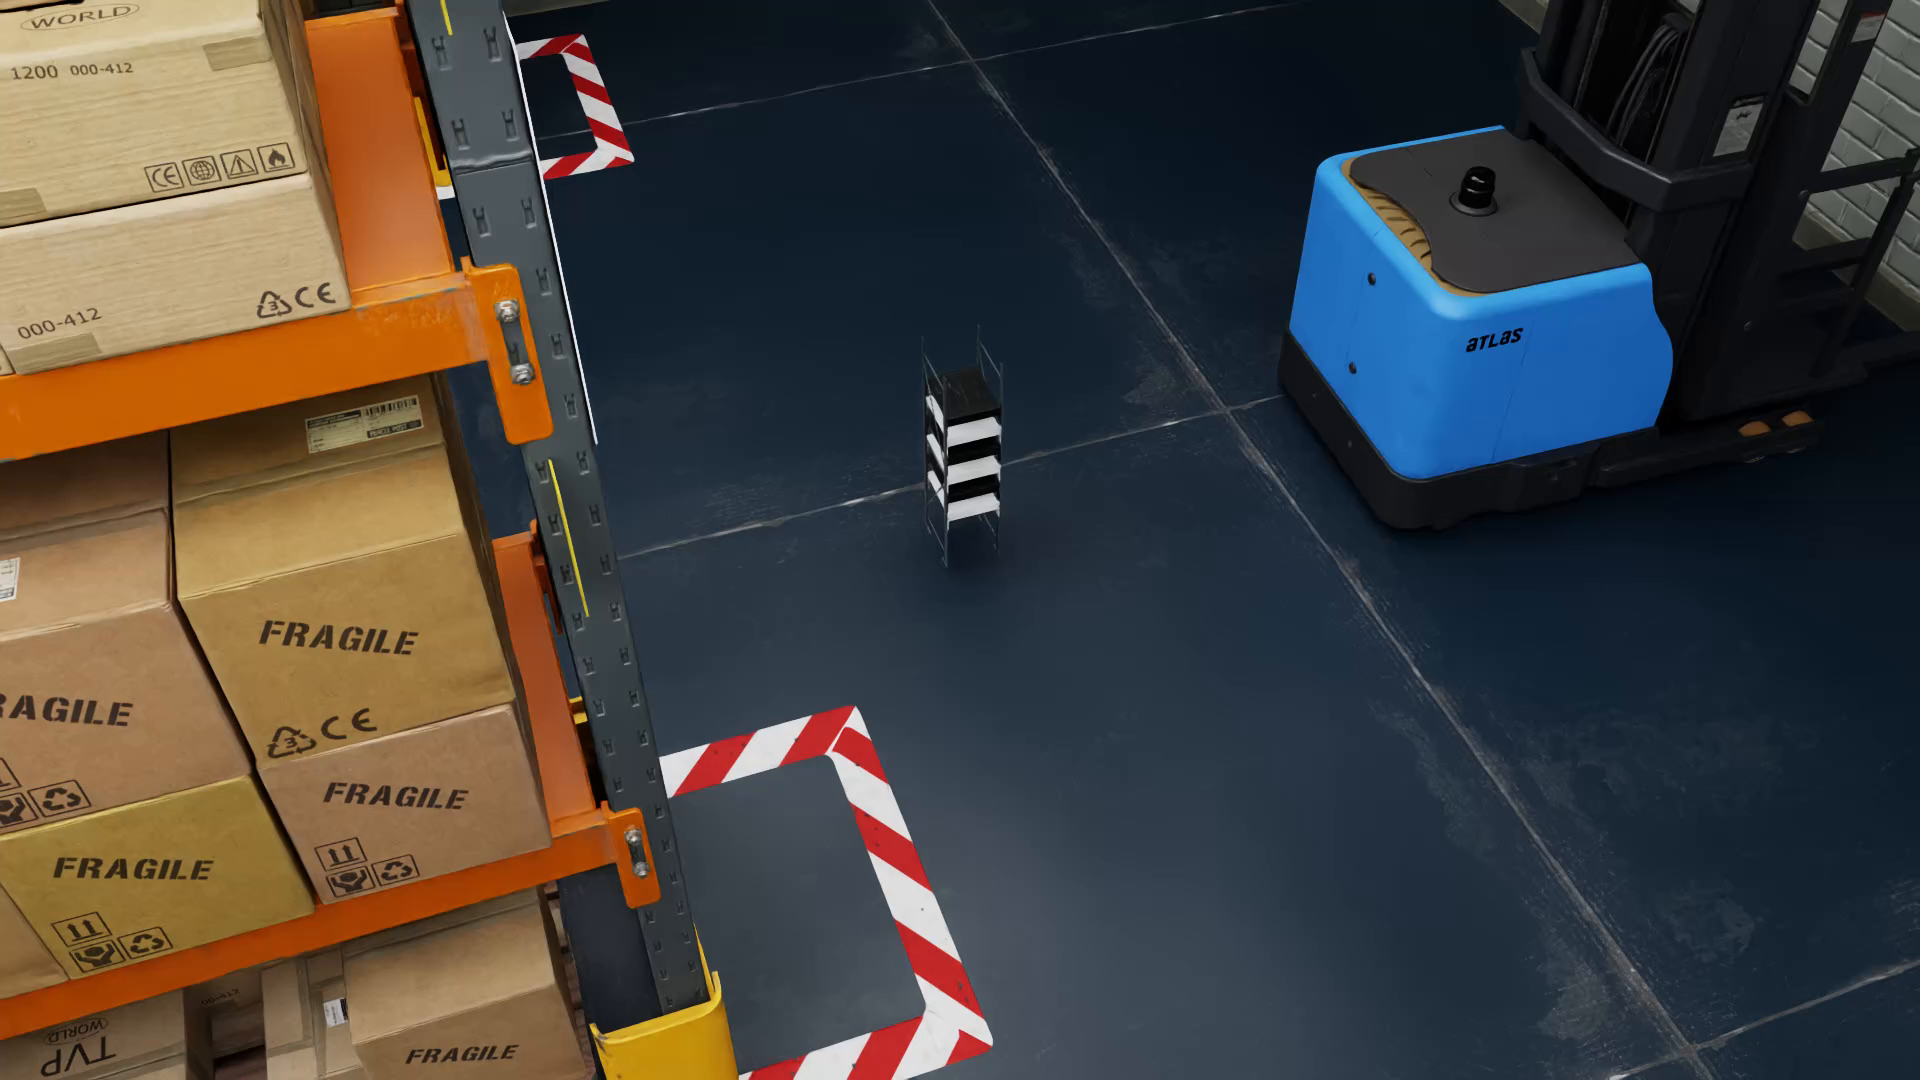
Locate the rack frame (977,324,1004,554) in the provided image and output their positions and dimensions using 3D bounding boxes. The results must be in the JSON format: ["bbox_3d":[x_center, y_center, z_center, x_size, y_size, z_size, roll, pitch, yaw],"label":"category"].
[{"bbox_3d":[0.103,-0.344,5.958,0.006,0.900,0.240,-14,47,-14],"label":"rack frame"}]

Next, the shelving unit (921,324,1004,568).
[{"bbox_3d":[0.008,-0.320,5.933,0.210,0.900,0.258,-14,47,-14],"label":"shelving unit"}]

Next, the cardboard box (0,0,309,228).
[{"bbox_3d":[-1.293,-0.742,2.507,0.500,0.250,0.500,-14,47,-14],"label":"cardboard box"}]

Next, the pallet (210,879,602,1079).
[{"bbox_3d":[-1.717,1.342,4.764,1.213,0.211,1.003,-14,47,-14],"label":"pallet"}]

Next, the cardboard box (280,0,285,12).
[{"bbox_3d":[-1.468,-1.086,2.849,0.500,0.250,0.500,-14,47,-14],"label":"cardboard box"}]

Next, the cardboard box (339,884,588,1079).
[{"bbox_3d":[-1.324,1.169,4.422,0.500,0.500,0.500,-14,47,-14],"label":"cardboard box"}]

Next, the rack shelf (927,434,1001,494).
[{"bbox_3d":[0.008,-0.296,5.957,0.200,0.077,0.258,-14,47,-14],"label":"rack shelf"}]

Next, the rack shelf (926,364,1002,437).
[{"bbox_3d":[0.008,-0.487,5.766,0.200,0.077,0.258,-14,47,-14],"label":"rack shelf"}]

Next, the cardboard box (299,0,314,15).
[{"bbox_3d":[-3.156,-2.576,7.710,0.250,0.149,0.380,-14,47,-14],"label":"cardboard box"}]

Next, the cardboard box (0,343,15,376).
[{"bbox_3d":[-1.764,-0.447,2.566,0.500,0.250,0.500,-14,47,-14],"label":"cardboard box"}]

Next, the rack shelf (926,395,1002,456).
[{"bbox_3d":[0.008,-0.423,5.829,0.200,0.077,0.258,-14,47,-14],"label":"rack shelf"}]

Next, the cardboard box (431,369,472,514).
[{"bbox_3d":[-1.403,-0.311,3.665,0.500,0.500,0.500,-13,47,-13],"label":"cardboard box"}]

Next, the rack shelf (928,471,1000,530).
[{"bbox_3d":[0.008,-0.169,6.084,0.200,0.077,0.258,-14,47,-14],"label":"rack shelf"}]

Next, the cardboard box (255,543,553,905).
[{"bbox_3d":[-1.225,0.400,3.663,0.500,0.500,0.500,-13,47,-13],"label":"cardboard box"}]

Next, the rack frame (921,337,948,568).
[{"bbox_3d":[-0.088,-0.295,5.909,0.006,0.900,0.240,-14,47,-14],"label":"rack frame"}]

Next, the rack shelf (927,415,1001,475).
[{"bbox_3d":[0.008,-0.360,5.893,0.200,0.077,0.258,-14,47,-14],"label":"rack shelf"}]

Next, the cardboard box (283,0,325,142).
[{"bbox_3d":[-1.465,-0.905,3.022,0.500,0.250,0.500,-14,47,-14],"label":"cardboard box"}]

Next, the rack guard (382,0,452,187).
[{"bbox_3d":[-2.559,-2.276,8.165,0.348,0.500,1.175,-14,47,-14],"label":"rack guard"}]

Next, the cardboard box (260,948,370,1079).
[{"bbox_3d":[-1.735,1.324,4.503,0.250,0.166,0.380,-14,47,-14],"label":"cardboard box"}]

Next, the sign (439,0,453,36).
[{"bbox_3d":[-0.726,-0.850,2.237,0.005,0.325,0.100,-14,47,-14],"label":"sign"}]

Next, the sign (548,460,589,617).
[{"bbox_3d":[-0.726,0.001,3.091,0.005,0.325,0.100,-14,47,-14],"label":"sign"}]

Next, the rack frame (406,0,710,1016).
[{"bbox_3d":[-0.896,0.147,3.986,0.127,3.000,1.000,-14,47,-14],"label":"rack frame"}]

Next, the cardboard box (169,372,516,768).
[{"bbox_3d":[-1.221,0.049,3.307,0.500,0.500,0.500,-15,47,-14],"label":"cardboard box"}]

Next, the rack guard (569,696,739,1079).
[{"bbox_3d":[-0.967,1.047,4.853,0.348,0.500,1.175,-14,47,-14],"label":"rack guard"}]

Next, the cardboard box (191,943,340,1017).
[{"bbox_3d":[-1.974,1.024,4.742,0.500,0.250,0.500,-14,47,-14],"label":"cardboard box"}]

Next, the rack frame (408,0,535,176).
[{"bbox_3d":[-0.896,-1.971,1.861,0.127,3.000,1.000,-14,47,-14],"label":"rack frame"}]

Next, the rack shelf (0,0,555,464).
[{"bbox_3d":[-2.777,-0.177,2.699,4.000,0.370,1.077,-14,47,-14],"label":"rack shelf"}]

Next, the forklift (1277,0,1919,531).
[{"bbox_3d":[2.879,-1.684,5.859,3.031,2.935,1.130,-13,46,-12],"label":"forklift"}]

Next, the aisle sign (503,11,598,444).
[{"bbox_3d":[-0.728,-0.583,2.878,0.004,0.787,0.394,-14,47,-14],"label":"aisle sign"}]

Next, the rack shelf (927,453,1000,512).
[{"bbox_3d":[0.008,-0.233,6.021,0.200,0.077,0.258,-14,47,-14],"label":"rack shelf"}]

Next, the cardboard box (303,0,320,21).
[{"bbox_3d":[-3.206,-2.184,7.777,0.500,0.500,0.700,-14,47,-14],"label":"cardboard box"}]

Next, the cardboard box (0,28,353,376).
[{"bbox_3d":[-1.290,-0.560,2.679,0.500,0.250,0.500,-14,47,-14],"label":"cardboard box"}]

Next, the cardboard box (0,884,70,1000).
[{"bbox_3d":[-2.183,0.644,3.420,0.500,0.500,0.500,-14,47,-14],"label":"cardboard box"}]

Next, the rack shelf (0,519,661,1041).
[{"bbox_3d":[-2.777,0.882,3.762,4.000,0.370,1.077,-14,47,-14],"label":"rack shelf"}]

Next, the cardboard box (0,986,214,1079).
[{"bbox_3d":[-2.227,1.465,4.302,0.500,0.250,0.500,-14,47,-14],"label":"cardboard box"}]

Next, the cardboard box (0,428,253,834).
[{"bbox_3d":[-1.696,0.171,3.186,0.500,0.500,0.500,-13,47,-13],"label":"cardboard box"}]

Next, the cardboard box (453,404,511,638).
[{"bbox_3d":[-1.403,0.042,4.019,0.500,0.500,0.500,-13,47,-13],"label":"cardboard box"}]

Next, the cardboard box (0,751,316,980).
[{"bbox_3d":[-1.712,0.527,3.536,0.500,0.500,0.500,-14,47,-14],"label":"cardboard box"}]
